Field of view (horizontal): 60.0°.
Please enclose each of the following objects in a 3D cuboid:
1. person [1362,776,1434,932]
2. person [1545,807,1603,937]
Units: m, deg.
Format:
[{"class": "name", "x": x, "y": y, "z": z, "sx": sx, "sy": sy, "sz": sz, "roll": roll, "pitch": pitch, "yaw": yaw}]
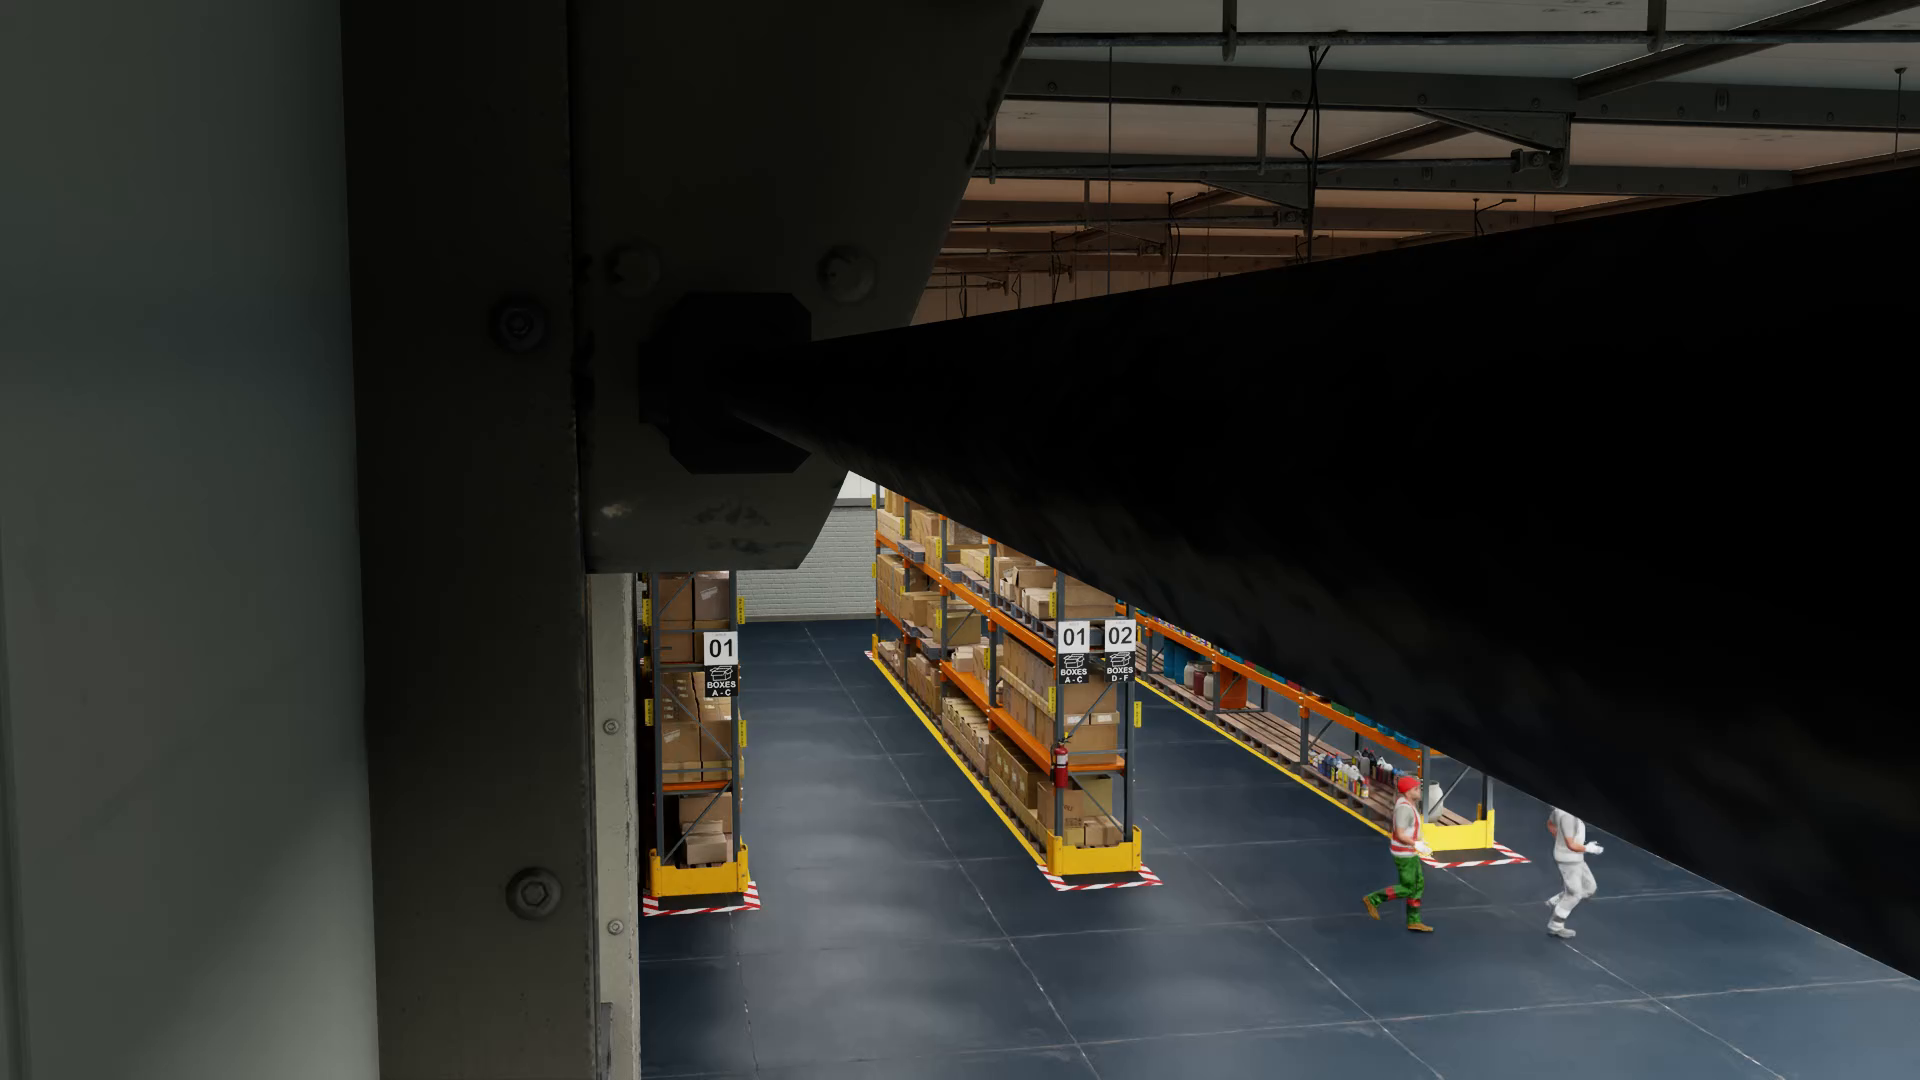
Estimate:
[{"class": "person", "x": 4.976, "y": 3.537, "z": 18.813, "sx": 0.791, "sy": 1.772, "sz": 0.661, "roll": 2, "pitch": 6, "yaw": 15}, {"class": "person", "x": 6.845, "y": 3.560, "z": 18.522, "sx": 0.577, "sy": 1.744, "sz": 0.649, "roll": 2, "pitch": 6, "yaw": 17}]
